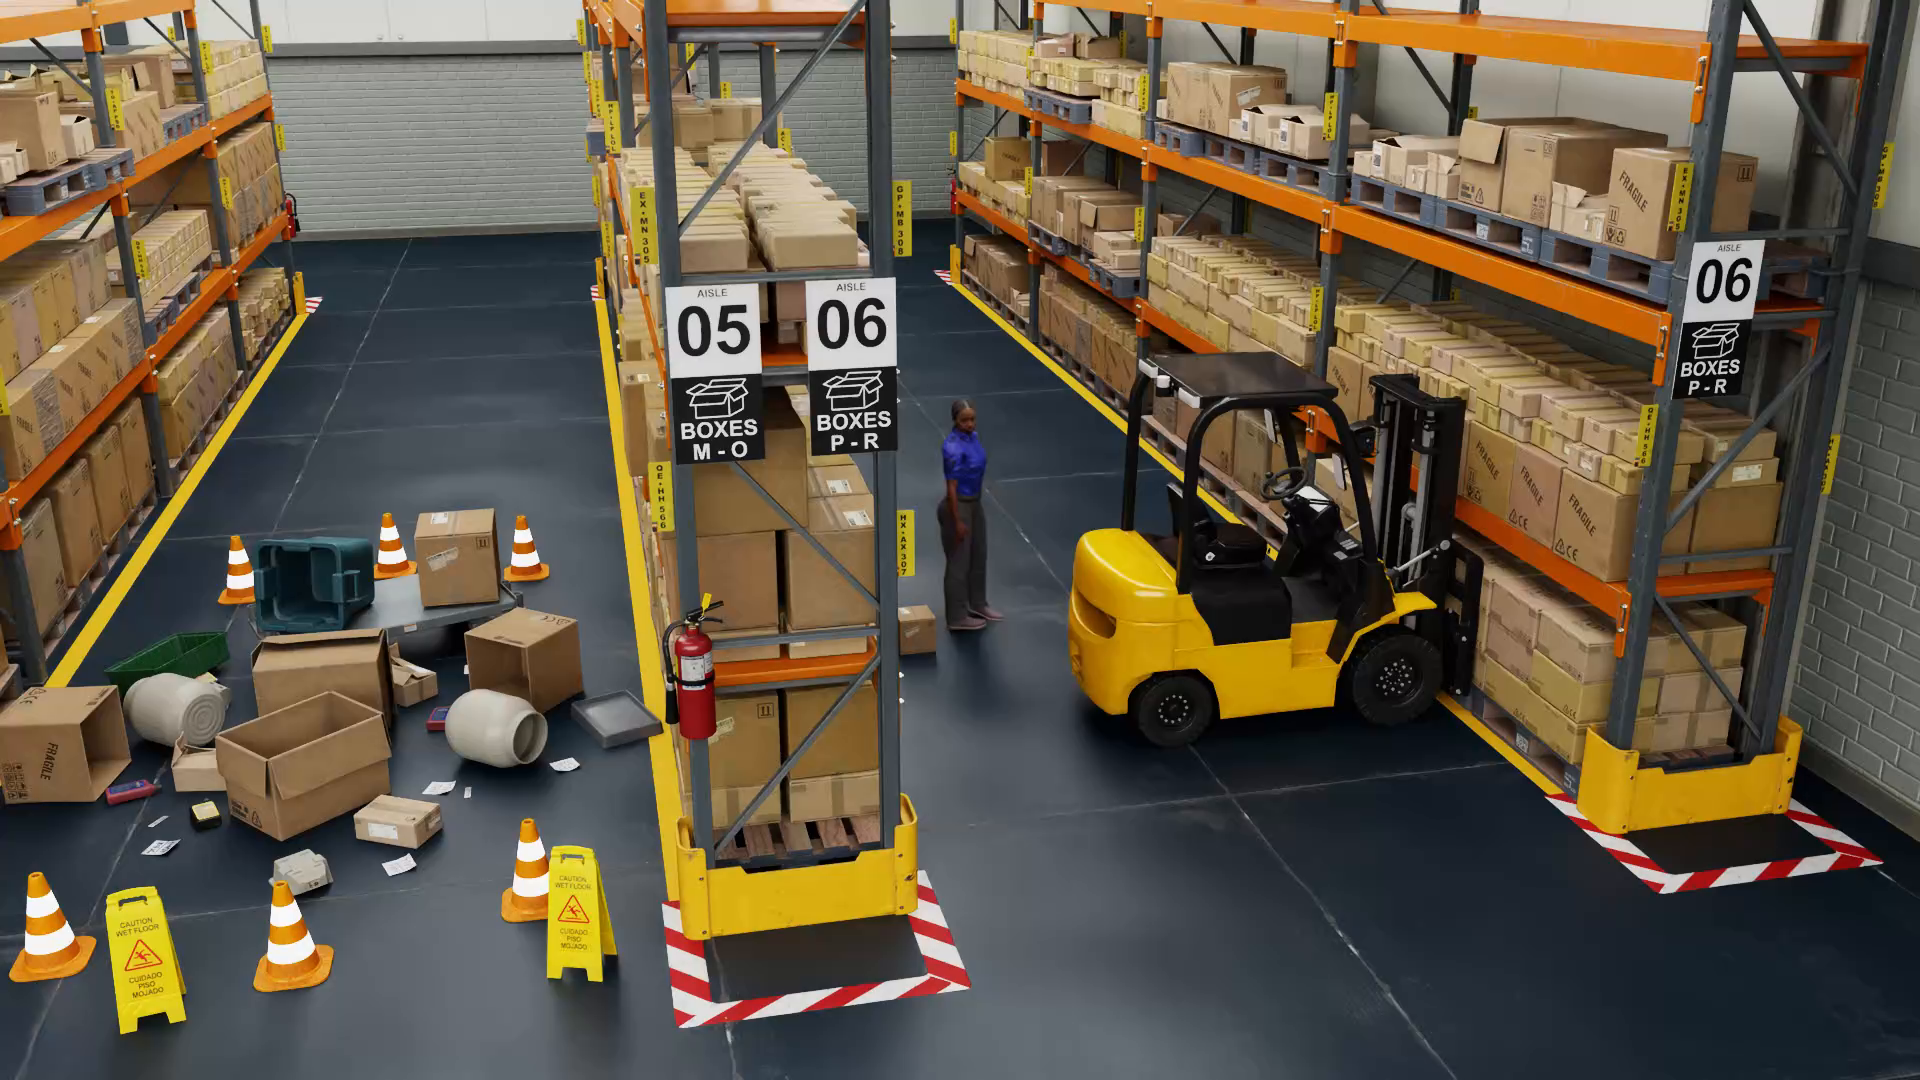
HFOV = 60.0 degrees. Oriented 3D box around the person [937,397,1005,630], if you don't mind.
[{"bbox_3d":[0.069,-0.179,11.568,0.413,1.678,0.496,9,21,23],"label":"person"}]
